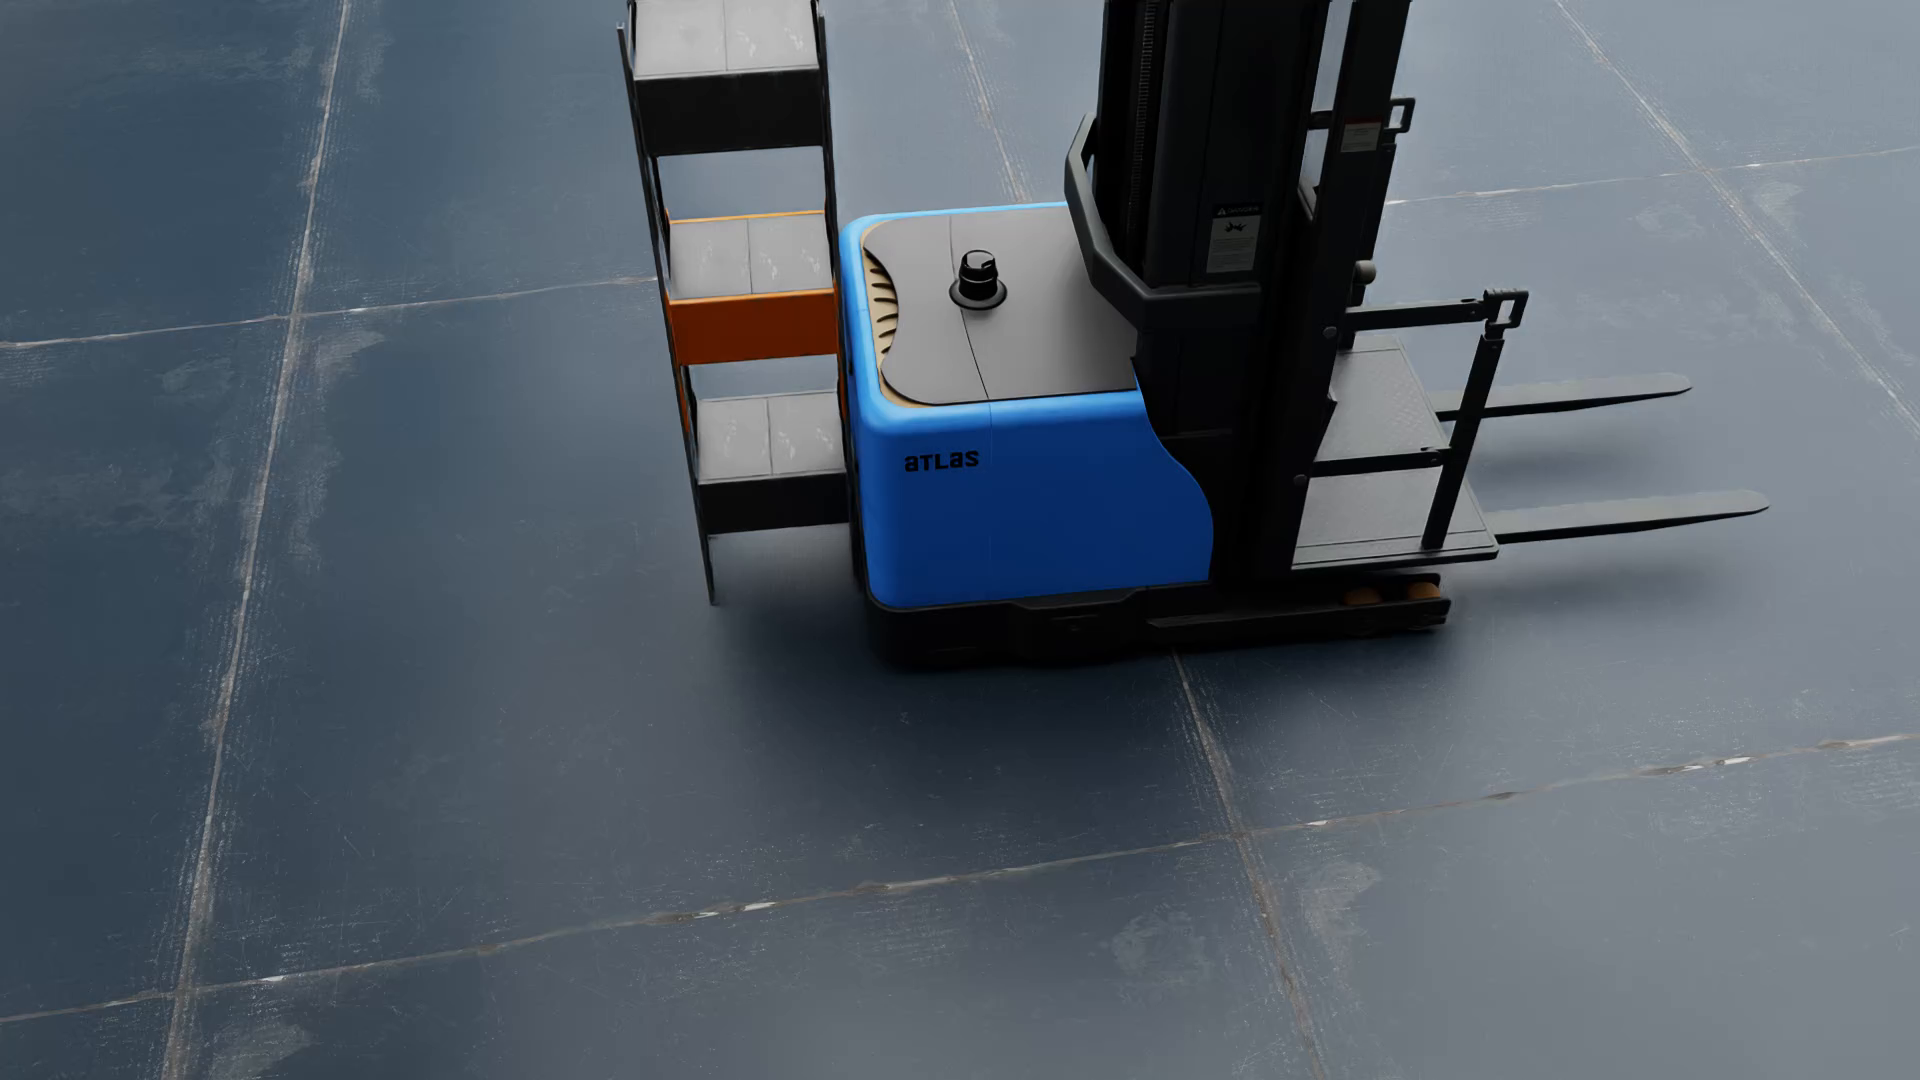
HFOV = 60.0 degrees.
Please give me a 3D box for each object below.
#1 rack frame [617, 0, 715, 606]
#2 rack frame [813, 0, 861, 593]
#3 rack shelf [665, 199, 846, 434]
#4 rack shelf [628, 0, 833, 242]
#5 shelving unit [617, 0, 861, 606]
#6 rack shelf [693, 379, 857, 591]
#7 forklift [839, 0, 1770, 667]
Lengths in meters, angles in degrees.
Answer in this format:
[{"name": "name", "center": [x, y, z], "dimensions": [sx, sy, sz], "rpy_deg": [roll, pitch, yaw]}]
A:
[{"name": "rack frame", "center": [-0.848, -0.652, 4.920], "dimensions": [0.015, 2.100, 0.400], "rpy_deg": [-5, 46, -5]}, {"name": "rack frame", "center": [-0.364, -0.695, 4.962], "dimensions": [0.015, 2.100, 0.400], "rpy_deg": [-5, 46, -5]}, {"name": "rack shelf", "center": [-0.606, -0.664, 4.951], "dimensions": [0.480, 0.518, 0.431], "rpy_deg": [-5, 46, -5]}, {"name": "rack shelf", "center": [-0.606, -1.150, 4.447], "dimensions": [0.480, 0.518, 0.431], "rpy_deg": [-5, 46, -5]}, {"name": "shelving unit", "center": [-0.606, -0.674, 4.941], "dimensions": [0.503, 2.100, 0.431], "rpy_deg": [-5, 46, -5]}, {"name": "rack shelf", "center": [-0.606, -0.179, 5.455], "dimensions": [0.480, 0.518, 0.431], "rpy_deg": [-5, 46, -5]}, {"name": "forklift", "center": [1.161, -1.080, 4.755], "dimensions": [3.031, 2.935, 1.130], "rpy_deg": [-5, 46, -5]}]
